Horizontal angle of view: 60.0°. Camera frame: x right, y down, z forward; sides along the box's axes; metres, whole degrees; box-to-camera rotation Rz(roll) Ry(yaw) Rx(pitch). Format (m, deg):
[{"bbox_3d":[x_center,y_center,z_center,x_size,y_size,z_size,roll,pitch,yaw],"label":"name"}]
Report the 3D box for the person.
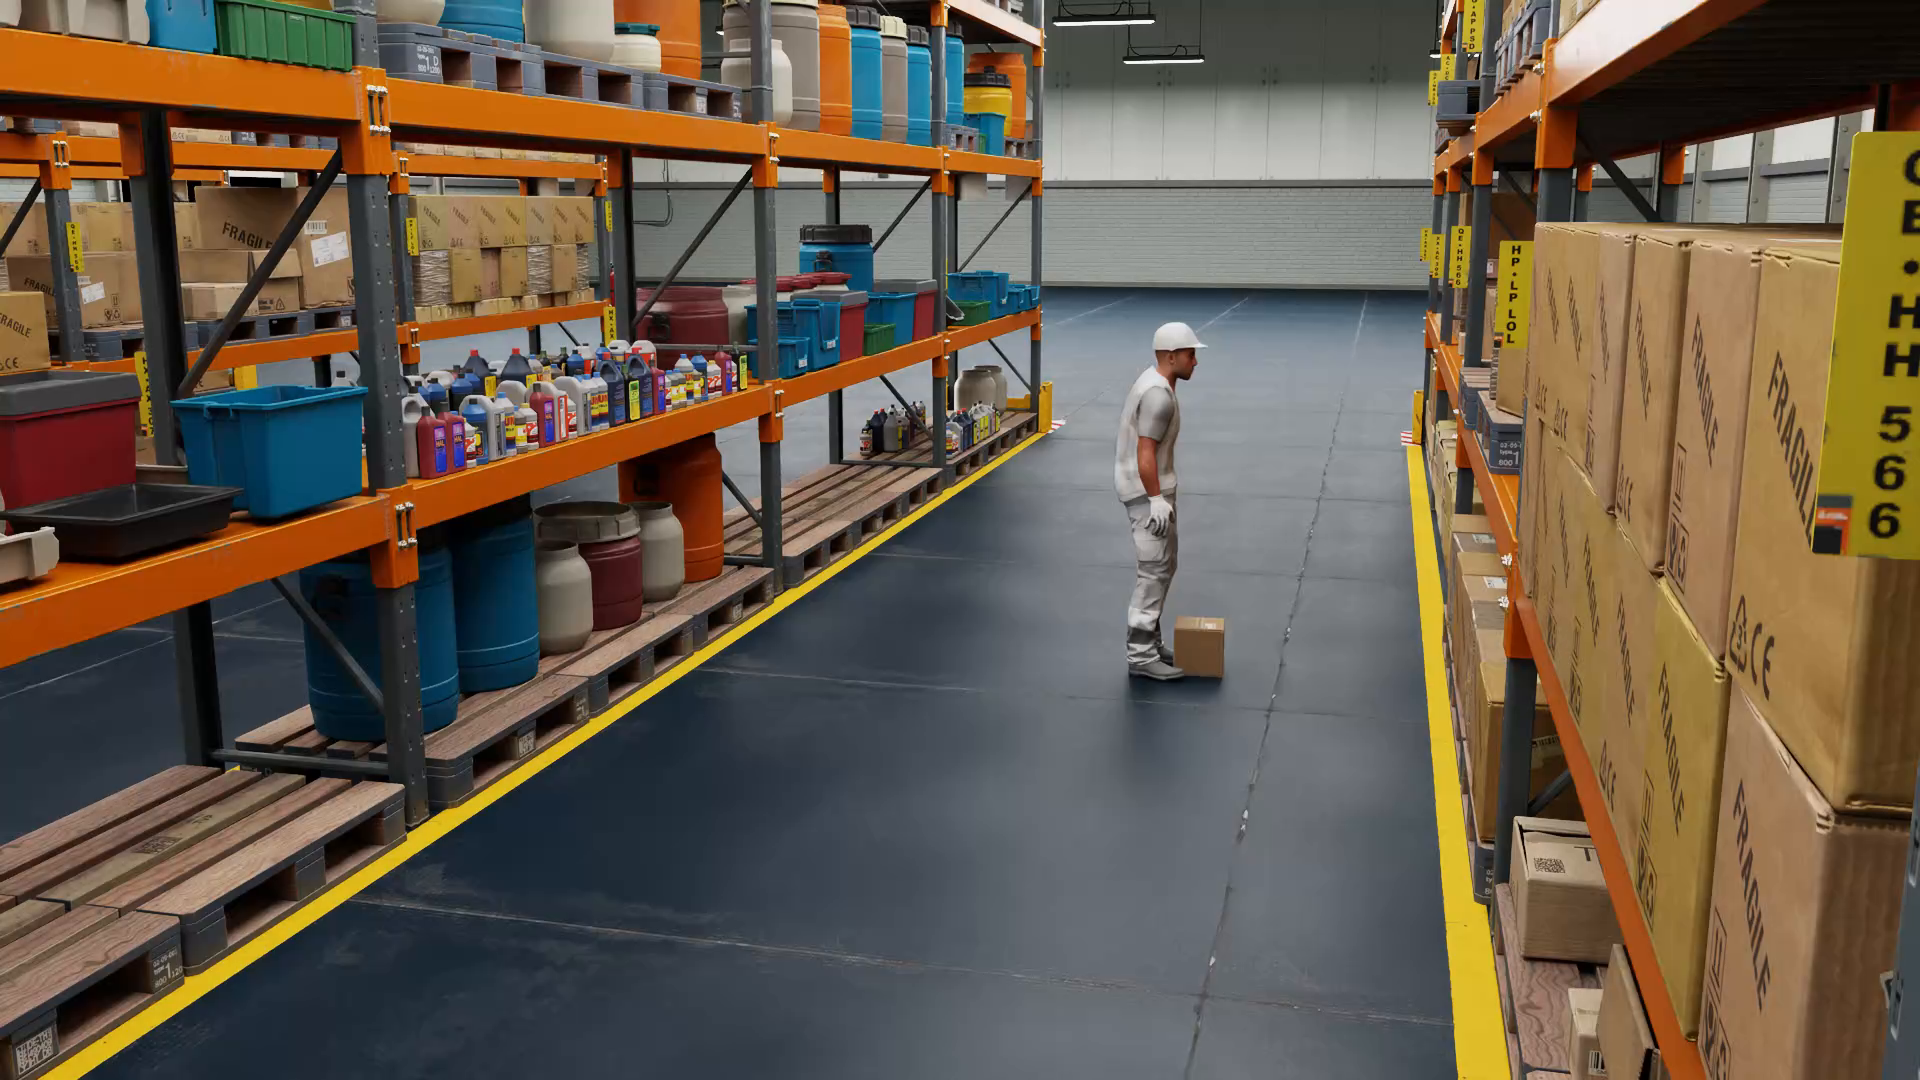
[{"bbox_3d":[1.013,-0.212,8.467,0.453,1.778,0.616,2,12,10],"label":"person"}]
